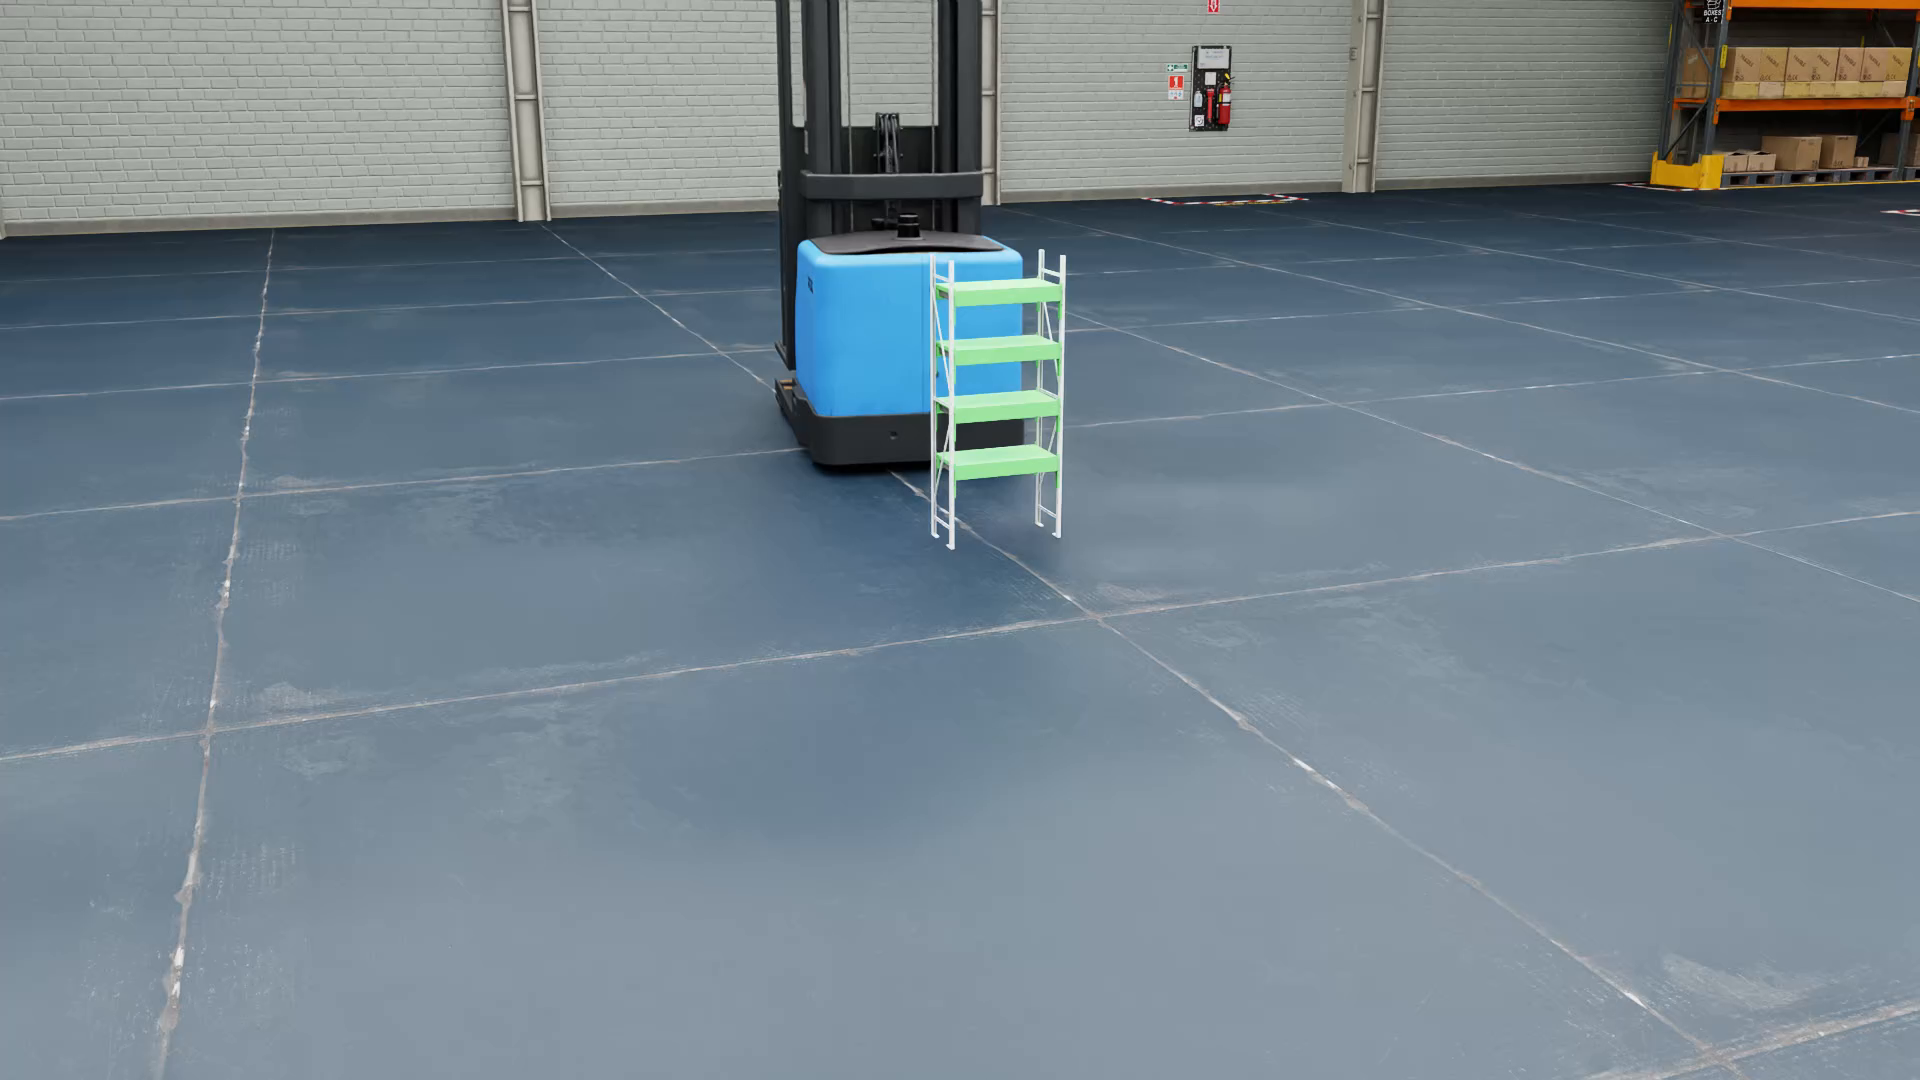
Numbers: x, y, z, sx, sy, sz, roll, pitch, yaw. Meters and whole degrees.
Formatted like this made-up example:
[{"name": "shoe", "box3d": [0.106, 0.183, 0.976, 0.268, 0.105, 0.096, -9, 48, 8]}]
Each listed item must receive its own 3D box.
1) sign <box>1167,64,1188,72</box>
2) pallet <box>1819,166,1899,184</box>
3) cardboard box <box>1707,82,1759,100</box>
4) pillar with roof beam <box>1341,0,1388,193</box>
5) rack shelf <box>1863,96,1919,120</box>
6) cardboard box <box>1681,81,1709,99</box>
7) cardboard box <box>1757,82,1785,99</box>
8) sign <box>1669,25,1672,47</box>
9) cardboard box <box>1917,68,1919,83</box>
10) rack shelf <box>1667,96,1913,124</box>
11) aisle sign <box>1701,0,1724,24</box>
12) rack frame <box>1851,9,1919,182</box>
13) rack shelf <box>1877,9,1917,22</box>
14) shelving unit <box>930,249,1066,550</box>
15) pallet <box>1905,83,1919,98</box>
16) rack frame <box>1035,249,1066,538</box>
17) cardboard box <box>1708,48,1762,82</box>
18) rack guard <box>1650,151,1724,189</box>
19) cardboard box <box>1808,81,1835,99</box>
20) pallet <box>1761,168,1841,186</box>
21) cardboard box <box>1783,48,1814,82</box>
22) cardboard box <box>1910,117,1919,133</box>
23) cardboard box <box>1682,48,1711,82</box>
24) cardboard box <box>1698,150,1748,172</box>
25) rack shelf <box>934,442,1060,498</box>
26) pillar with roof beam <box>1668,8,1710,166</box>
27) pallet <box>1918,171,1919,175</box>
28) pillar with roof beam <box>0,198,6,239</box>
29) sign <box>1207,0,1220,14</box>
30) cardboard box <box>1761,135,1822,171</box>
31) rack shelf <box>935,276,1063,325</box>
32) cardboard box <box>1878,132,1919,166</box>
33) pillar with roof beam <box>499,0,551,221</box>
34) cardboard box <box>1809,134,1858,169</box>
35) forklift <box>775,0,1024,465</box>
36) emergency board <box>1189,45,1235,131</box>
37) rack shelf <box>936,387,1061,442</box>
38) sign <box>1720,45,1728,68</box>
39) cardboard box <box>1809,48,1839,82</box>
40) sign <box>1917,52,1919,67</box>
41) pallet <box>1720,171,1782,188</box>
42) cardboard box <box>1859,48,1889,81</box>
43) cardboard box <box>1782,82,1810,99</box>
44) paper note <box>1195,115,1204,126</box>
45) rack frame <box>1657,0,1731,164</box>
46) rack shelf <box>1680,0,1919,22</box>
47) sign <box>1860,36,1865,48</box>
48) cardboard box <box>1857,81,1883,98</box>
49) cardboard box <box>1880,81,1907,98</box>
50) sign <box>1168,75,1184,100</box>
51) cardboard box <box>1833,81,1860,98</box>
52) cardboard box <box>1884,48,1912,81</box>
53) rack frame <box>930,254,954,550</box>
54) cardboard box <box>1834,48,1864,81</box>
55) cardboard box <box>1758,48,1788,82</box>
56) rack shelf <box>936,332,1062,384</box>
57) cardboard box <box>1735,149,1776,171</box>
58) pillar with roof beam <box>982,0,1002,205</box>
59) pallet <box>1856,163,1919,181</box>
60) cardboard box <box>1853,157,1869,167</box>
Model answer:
[{"name": "sign", "box3d": [3.048, -6.623, 23.324, 0.331, 0.109, 0.001, -6, 17, -20]}, {"name": "pallet", "box3d": [14.294, -5.916, 26.870, 1.213, 0.211, 1.003, -6, 17, -20]}, {"name": "cardboard box", "box3d": [11.743, -6.831, 25.268, 0.500, 0.250, 0.500, -7, 18, -22]}, {"name": "pillar with roof beam", "box3d": [7.456, -8.367, 19.619, 0.400, 9.000, 9.100, -6, 17, -20]}, {"name": "rack shelf", "box3d": [16.776, -7.188, 27.528, 4.000, 0.370, 1.077, -6, 17, -20]}, {"name": "cardboard box", "box3d": [11.541, -6.964, 25.719, 0.500, 0.250, 0.500, -6, 17, -19]}, {"name": "cardboard box", "box3d": [12.223, -6.887, 25.459, 0.500, 0.250, 0.500, -7, 18, -22]}, {"name": "sign", "box3d": [10.994, -7.783, 25.663, 0.005, 0.325, 0.100, -6, 17, -20]}, {"name": "cardboard box", "box3d": [15.396, -7.633, 26.808, 0.500, 0.500, 0.700, -6, 17, -20]}, {"name": "rack shelf", "box3d": [13.041, -6.784, 26.154, 4.000, 0.370, 1.077, -6, 17, -20]}, {"name": "aisle sign", "box3d": [11.214, -8.089, 24.707, 0.004, 0.787, 0.394, -6, 17, -20]}, {"name": "rack frame", "box3d": [14.909, -7.331, 26.740, 0.127, 3.000, 1.000, -6, 17, -20]}, {"name": "rack shelf", "box3d": [16.776, -8.627, 27.105, 4.000, 0.370, 1.077, -6, 17, -20]}, {"name": "shelving unit", "box3d": [0.155, -0.592, 6.986, 0.503, 1.200, 0.258, -6, 17, -20]}, {"name": "pallet", "box3d": [15.675, -7.278, 26.899, 1.213, 0.211, 1.003, -6, 17, -20]}, {"name": "rack frame", "box3d": [0.382, -0.617, 7.070, 0.015, 1.200, 0.240, -6, 17, -20]}, {"name": "cardboard box", "box3d": [11.727, -7.194, 25.174, 0.500, 0.500, 0.500, -6, 17, -20]}, {"name": "rack guard", "box3d": [11.245, -5.736, 25.745, 0.348, 0.500, 1.175, -6, 17, -20]}, {"name": "cardboard box", "box3d": [13.173, -6.988, 25.800, 0.500, 0.250, 0.500, -6, 17, -20]}, {"name": "pallet", "box3d": [13.153, -5.792, 26.448, 1.213, 0.211, 1.003, -6, 17, -20]}, {"name": "cardboard box", "box3d": [12.677, -7.292, 25.506, 0.500, 0.500, 0.500, -7, 18, -22]}, {"name": "cardboard box", "box3d": [16.000, -6.827, 27.346, 0.500, 0.250, 0.500, -7, 18, -21]}, {"name": "cardboard box", "box3d": [11.538, -7.329, 25.631, 0.500, 0.500, 0.500, -6, 18, -21]}, {"name": "cardboard box", "box3d": [11.852, -5.895, 25.840, 0.500, 0.311, 0.500, -8, 18, -26]}, {"name": "rack shelf", "box3d": [0.155, -0.301, 7.072, 0.480, 0.148, 0.258, -6, 17, -20]}, {"name": "pillar with roof beam", "box3d": [13.058, -8.972, 21.679, 0.400, 9.000, 9.100, -6, 17, -20]}, {"name": "pallet", "box3d": [16.776, -6.196, 27.824, 1.213, 0.211, 1.003, -6, 17, -20]}, {"name": "pillar with roof beam", "box3d": [-9.353, -6.552, 13.440, 0.400, 9.000, 9.100, -6, 17, -20]}, {"name": "sign", "box3d": [3.551, -7.520, 23.267, 0.199, 0.298, 0.001, -6, 17, -20]}, {"name": "cardboard box", "box3d": [13.087, -6.104, 26.216, 0.500, 0.500, 0.700, -7, 18, -24]}, {"name": "rack shelf", "box3d": [0.155, -0.992, 6.869, 0.480, 0.148, 0.258, -6, 17, -20]}, {"name": "cardboard box", "box3d": [15.590, -6.422, 27.298, 0.500, 0.500, 0.700, -6, 17, -18]}, {"name": "pillar with roof beam", "box3d": [-3.750, -7.157, 15.499, 0.400, 9.000, 9.100, -6, 17, -20]}, {"name": "cardboard box", "box3d": [13.954, -6.228, 26.638, 0.500, 0.500, 0.500, -8, 18, -24]}, {"name": "forklift", "box3d": [-0.472, -2.143, 9.193, 1.130, 2.935, 3.031, -3, 17, -11]}, {"name": "emergency board", "box3d": [3.594, -6.382, 23.508, 0.643, 1.169, 0.194, -6, 17, -20]}, {"name": "rack shelf", "box3d": [0.155, -0.531, 7.004, 0.480, 0.148, 0.258, -6, 17, -20]}, {"name": "sign", "box3d": [11.368, -7.201, 24.758, 0.005, 0.325, 0.100, -6, 17, -20]}, {"name": "cardboard box", "box3d": [13.155, -7.347, 25.694, 0.500, 0.500, 0.500, -6, 17, -18]}, {"name": "sign", "box3d": [15.110, -7.605, 26.134, 0.005, 0.325, 0.100, -6, 17, -20]}, {"name": "pallet", "box3d": [12.016, -5.670, 26.033, 1.213, 0.211, 1.003, -6, 17, -20]}, {"name": "cardboard box", "box3d": [14.114, -7.448, 26.036, 0.500, 0.500, 0.500, -6, 17, -20]}, {"name": "cardboard box", "box3d": [12.701, -6.937, 25.628, 0.500, 0.250, 0.500, -6, 18, -21]}, {"name": "paper note", "box3d": [3.404, -5.960, 23.633, 0.142, 0.148, 0.016, -6, 17, -20]}, {"name": "rack frame", "box3d": [11.174, -6.928, 25.366, 0.127, 3.000, 1.000, -6, 17, -20]}, {"name": "rack shelf", "box3d": [13.041, -8.224, 25.732, 4.000, 0.370, 1.077, -6, 17, -20]}, {"name": "sign", "box3d": [14.707, -8.032, 27.073, 0.005, 0.325, 0.100, -6, 17, -20]}, {"name": "cardboard box", "box3d": [14.107, -7.093, 26.160, 0.500, 0.250, 0.500, -6, 17, -20]}, {"name": "cardboard box", "box3d": [14.575, -7.141, 26.324, 0.500, 0.250, 0.500, -6, 17, -20]}, {"name": "sign", "box3d": [3.041, -6.371, 23.405, 0.234, 0.329, 0.001, -6, 17, -20]}, {"name": "cardboard box", "box3d": [13.643, -7.039, 25.974, 0.500, 0.250, 0.500, -6, 17, -20]}, {"name": "cardboard box", "box3d": [14.578, -7.500, 26.213, 0.500, 0.500, 0.500, -6, 17, -20]}, {"name": "rack frame", "box3d": [-0.073, -0.568, 6.902, 0.015, 1.200, 0.240, -6, 17, -20]}, {"name": "cardboard box", "box3d": [13.640, -7.400, 25.873, 0.500, 0.500, 0.500, -7, 18, -22]}, {"name": "cardboard box", "box3d": [12.192, -7.242, 25.334, 0.500, 0.500, 0.500, -6, 17, -20]}, {"name": "rack shelf", "box3d": [0.155, -0.761, 6.936, 0.480, 0.148, 0.258, -6, 17, -20]}, {"name": "cardboard box", "box3d": [12.384, -5.952, 26.036, 0.500, 0.311, 0.500, -5, 17, -15]}, {"name": "pillar with roof beam", "box3d": [1.853, -7.762, 17.559, 0.400, 9.000, 9.100, -6, 17, -20]}, {"name": "pallet", "box3d": [15.635, -6.072, 27.401, 1.213, 0.211, 1.003, -6, 17, -20]}, {"name": "cardboard box", "box3d": [14.420, -6.121, 26.866, 0.250, 0.166, 0.380, -9, 18, -27]}]
